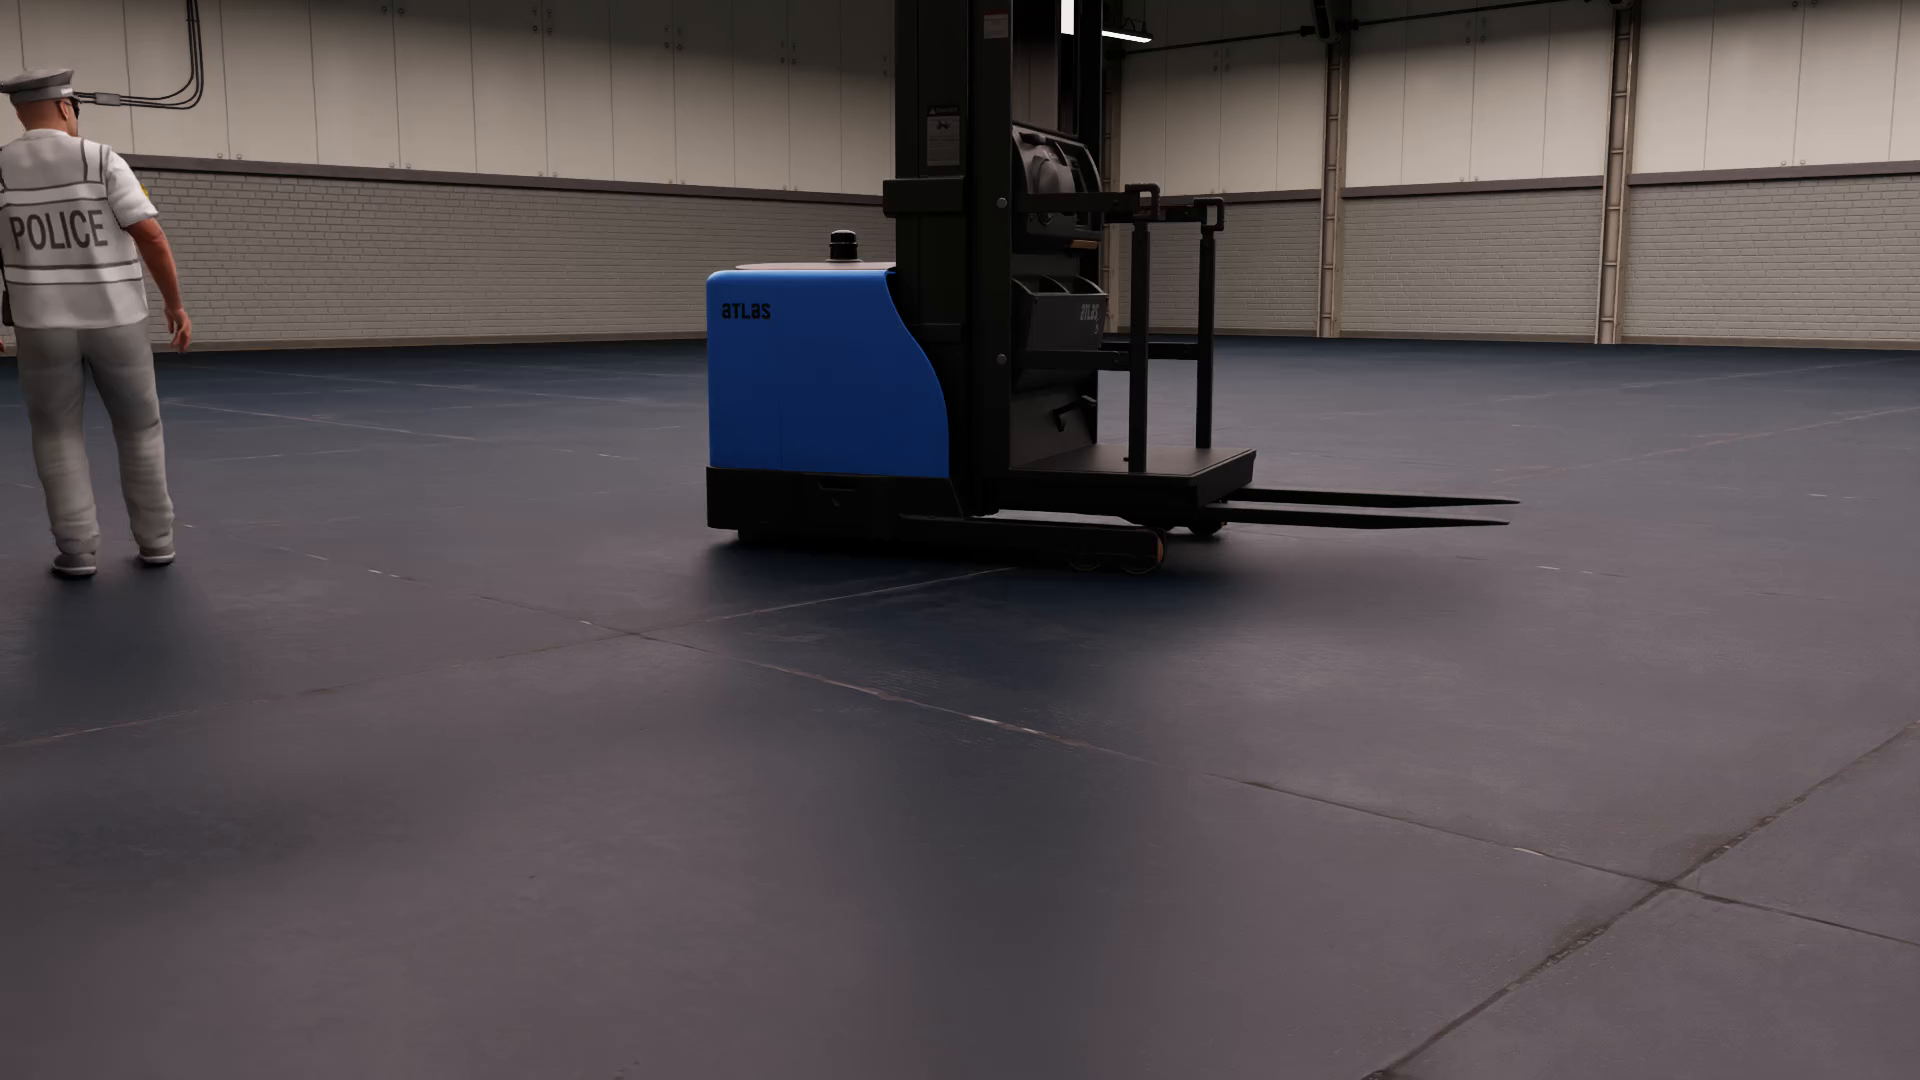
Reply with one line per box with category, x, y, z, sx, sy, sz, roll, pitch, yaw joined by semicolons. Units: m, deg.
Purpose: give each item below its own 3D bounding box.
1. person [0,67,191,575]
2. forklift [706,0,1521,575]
person;-3.121;-0.770;5.905;0.711;1.764;0.545;-4;9;-23
forklift;0.565;-1.416;6.275;3.031;2.935;1.130;3;9;22
